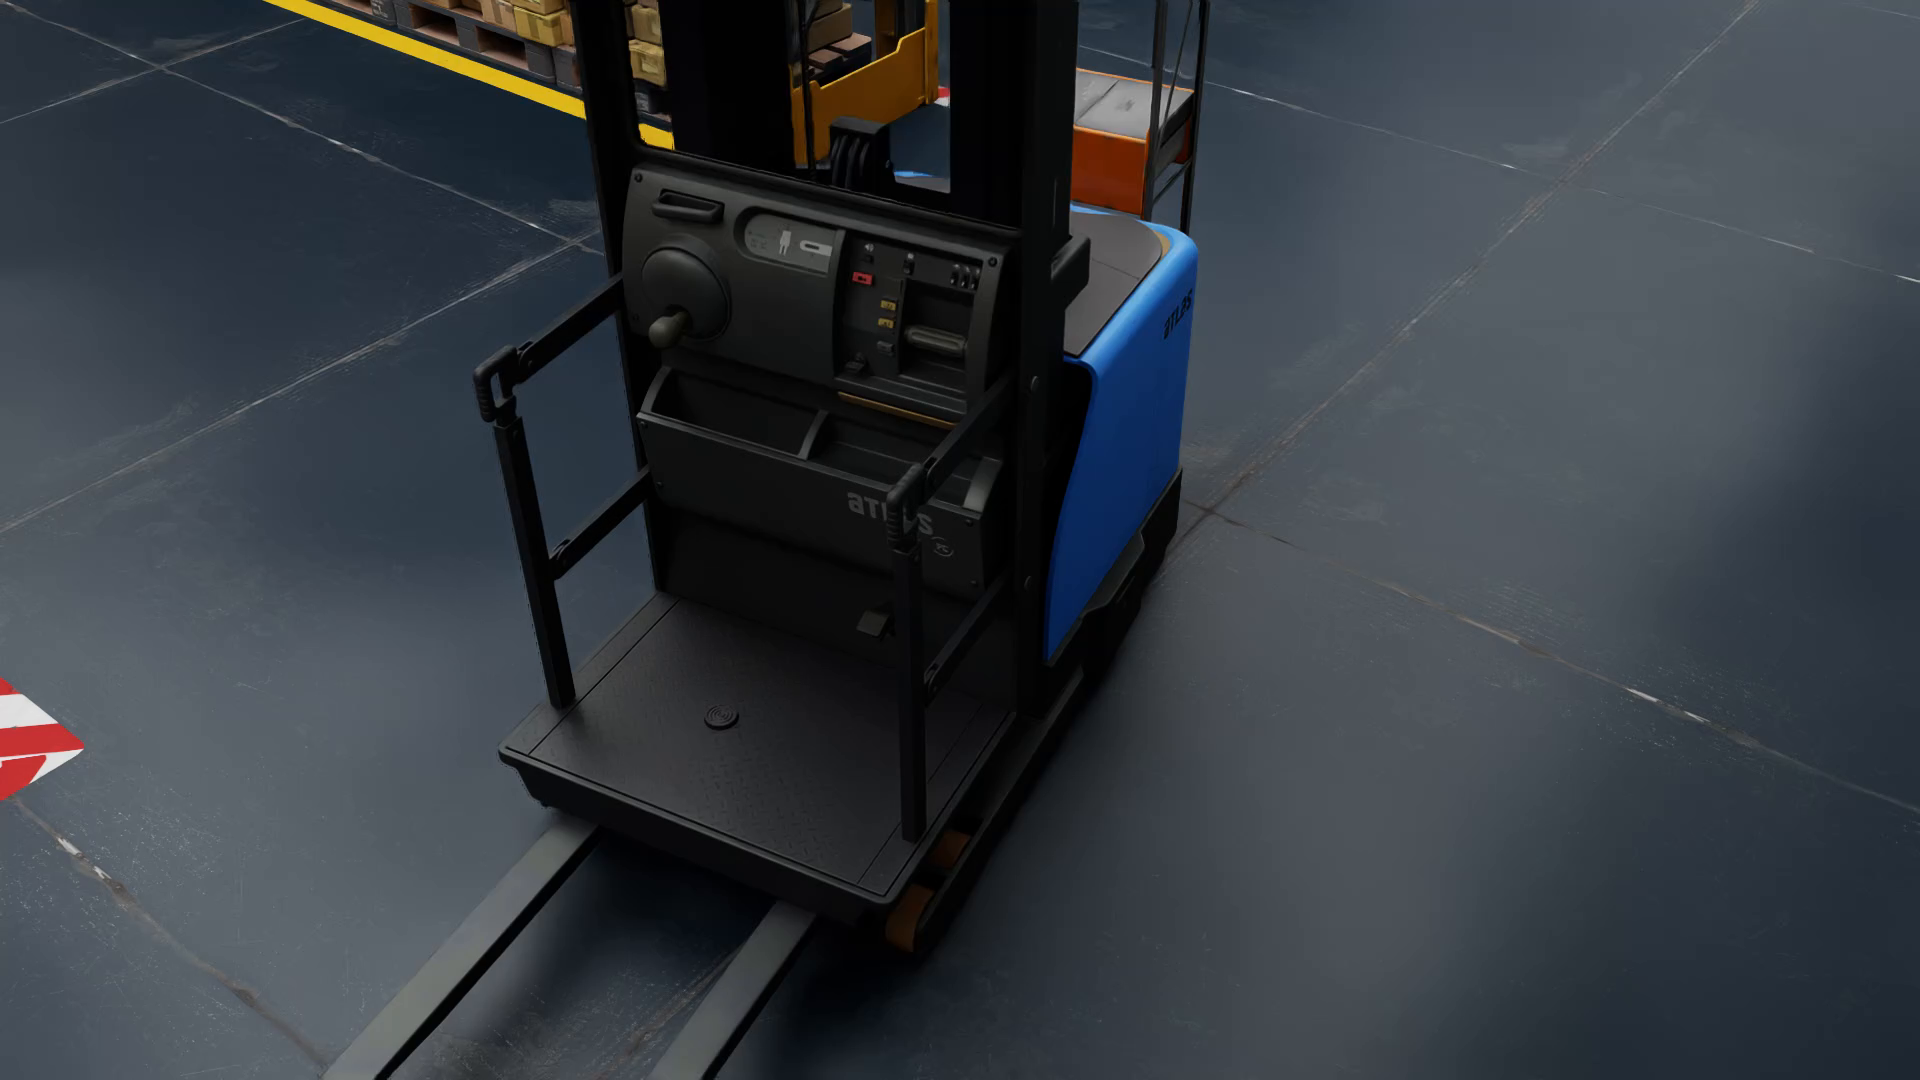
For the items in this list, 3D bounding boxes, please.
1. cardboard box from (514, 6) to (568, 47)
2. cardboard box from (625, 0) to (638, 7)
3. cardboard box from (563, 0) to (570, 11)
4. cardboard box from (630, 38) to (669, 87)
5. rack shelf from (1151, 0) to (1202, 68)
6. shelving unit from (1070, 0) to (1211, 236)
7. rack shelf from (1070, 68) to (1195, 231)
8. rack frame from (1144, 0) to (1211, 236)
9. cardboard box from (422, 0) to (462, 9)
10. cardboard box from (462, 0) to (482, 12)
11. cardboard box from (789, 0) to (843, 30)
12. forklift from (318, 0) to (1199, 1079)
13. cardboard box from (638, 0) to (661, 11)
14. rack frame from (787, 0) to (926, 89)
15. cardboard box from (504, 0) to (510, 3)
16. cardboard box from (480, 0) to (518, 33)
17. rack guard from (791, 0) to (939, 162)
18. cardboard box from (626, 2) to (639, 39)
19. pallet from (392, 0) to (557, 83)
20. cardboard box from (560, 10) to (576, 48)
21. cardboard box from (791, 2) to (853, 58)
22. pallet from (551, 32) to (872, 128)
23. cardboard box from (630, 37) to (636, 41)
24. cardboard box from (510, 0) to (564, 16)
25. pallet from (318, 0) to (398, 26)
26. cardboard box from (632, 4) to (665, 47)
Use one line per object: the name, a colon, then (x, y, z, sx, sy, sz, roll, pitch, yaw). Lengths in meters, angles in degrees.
cardboard box: (-1.919, -2.533, 8.024, 0.250, 0.149, 0.380, 23, 44, 27)
cardboard box: (-1.528, -2.565, 7.582, 0.250, 0.149, 0.380, 24, 44, 28)
cardboard box: (-1.663, -2.619, 7.893, 0.250, 0.149, 0.380, 25, 44, 28)
cardboard box: (-1.316, -2.241, 7.651, 0.250, 0.149, 0.380, 27, 45, 30)
rack shelf: (0.399, -1.651, 4.543, 0.480, 0.518, 0.431, 17, 41, 20)
shelving unit: (0.399, -1.111, 4.966, 0.503, 2.100, 0.431, 17, 41, 20)
rack shelf: (0.399, -1.100, 4.974, 0.480, 0.518, 0.431, 17, 41, 20)
rack frame: (0.618, -1.044, 4.881, 0.015, 2.100, 0.400, 17, 41, 20)
cardboard box: (-2.534, -2.837, 8.413, 0.250, 0.149, 0.380, 24, 44, 27)
cardboard box: (-2.279, -2.777, 8.335, 0.250, 0.149, 0.380, 27, 45, 30)
cardboard box: (-0.766, -2.538, 7.789, 0.250, 0.149, 0.380, 27, 46, 30)
forklift: (-0.431, -0.480, 3.486, 1.130, 2.935, 3.031, 17, 41, 20)
cardboard box: (-1.245, -2.530, 7.537, 0.250, 0.149, 0.380, 26, 45, 29)
rack frame: (-0.506, -3.056, 6.720, 0.127, 3.000, 1.000, 25, 45, 29)
cardboard box: (-2.124, -2.761, 8.073, 0.250, 0.149, 0.380, 28, 46, 31)
cardboard box: (-2.123, -2.645, 8.167, 0.250, 0.149, 0.380, 26, 45, 29)
rack guard: (-0.566, -2.101, 7.527, 0.348, 0.500, 1.175, 25, 45, 29)
cardboard box: (-1.512, -2.468, 7.700, 0.250, 0.149, 0.380, 23, 44, 27)
pallet: (-2.155, -2.766, 8.611, 1.213, 0.211, 1.003, 25, 45, 29)
cardboard box: (-1.678, -2.468, 7.941, 0.250, 0.149, 0.380, 26, 45, 29)
cardboard box: (-0.727, -2.452, 7.921, 0.250, 0.149, 0.380, 26, 45, 29)
pallet: (-1.190, -2.308, 8.027, 1.213, 0.211, 1.003, 25, 45, 29)
cardboard box: (-1.474, -2.382, 7.831, 0.250, 0.149, 0.380, 25, 44, 28)
cardboard box: (-1.931, -2.656, 7.939, 0.250, 0.149, 0.380, 26, 45, 29)
pallet: (-3.128, -3.222, 9.194, 1.213, 0.211, 1.003, 25, 45, 29)
cardboard box: (-1.273, -2.398, 7.611, 0.250, 0.149, 0.380, 24, 44, 28)
